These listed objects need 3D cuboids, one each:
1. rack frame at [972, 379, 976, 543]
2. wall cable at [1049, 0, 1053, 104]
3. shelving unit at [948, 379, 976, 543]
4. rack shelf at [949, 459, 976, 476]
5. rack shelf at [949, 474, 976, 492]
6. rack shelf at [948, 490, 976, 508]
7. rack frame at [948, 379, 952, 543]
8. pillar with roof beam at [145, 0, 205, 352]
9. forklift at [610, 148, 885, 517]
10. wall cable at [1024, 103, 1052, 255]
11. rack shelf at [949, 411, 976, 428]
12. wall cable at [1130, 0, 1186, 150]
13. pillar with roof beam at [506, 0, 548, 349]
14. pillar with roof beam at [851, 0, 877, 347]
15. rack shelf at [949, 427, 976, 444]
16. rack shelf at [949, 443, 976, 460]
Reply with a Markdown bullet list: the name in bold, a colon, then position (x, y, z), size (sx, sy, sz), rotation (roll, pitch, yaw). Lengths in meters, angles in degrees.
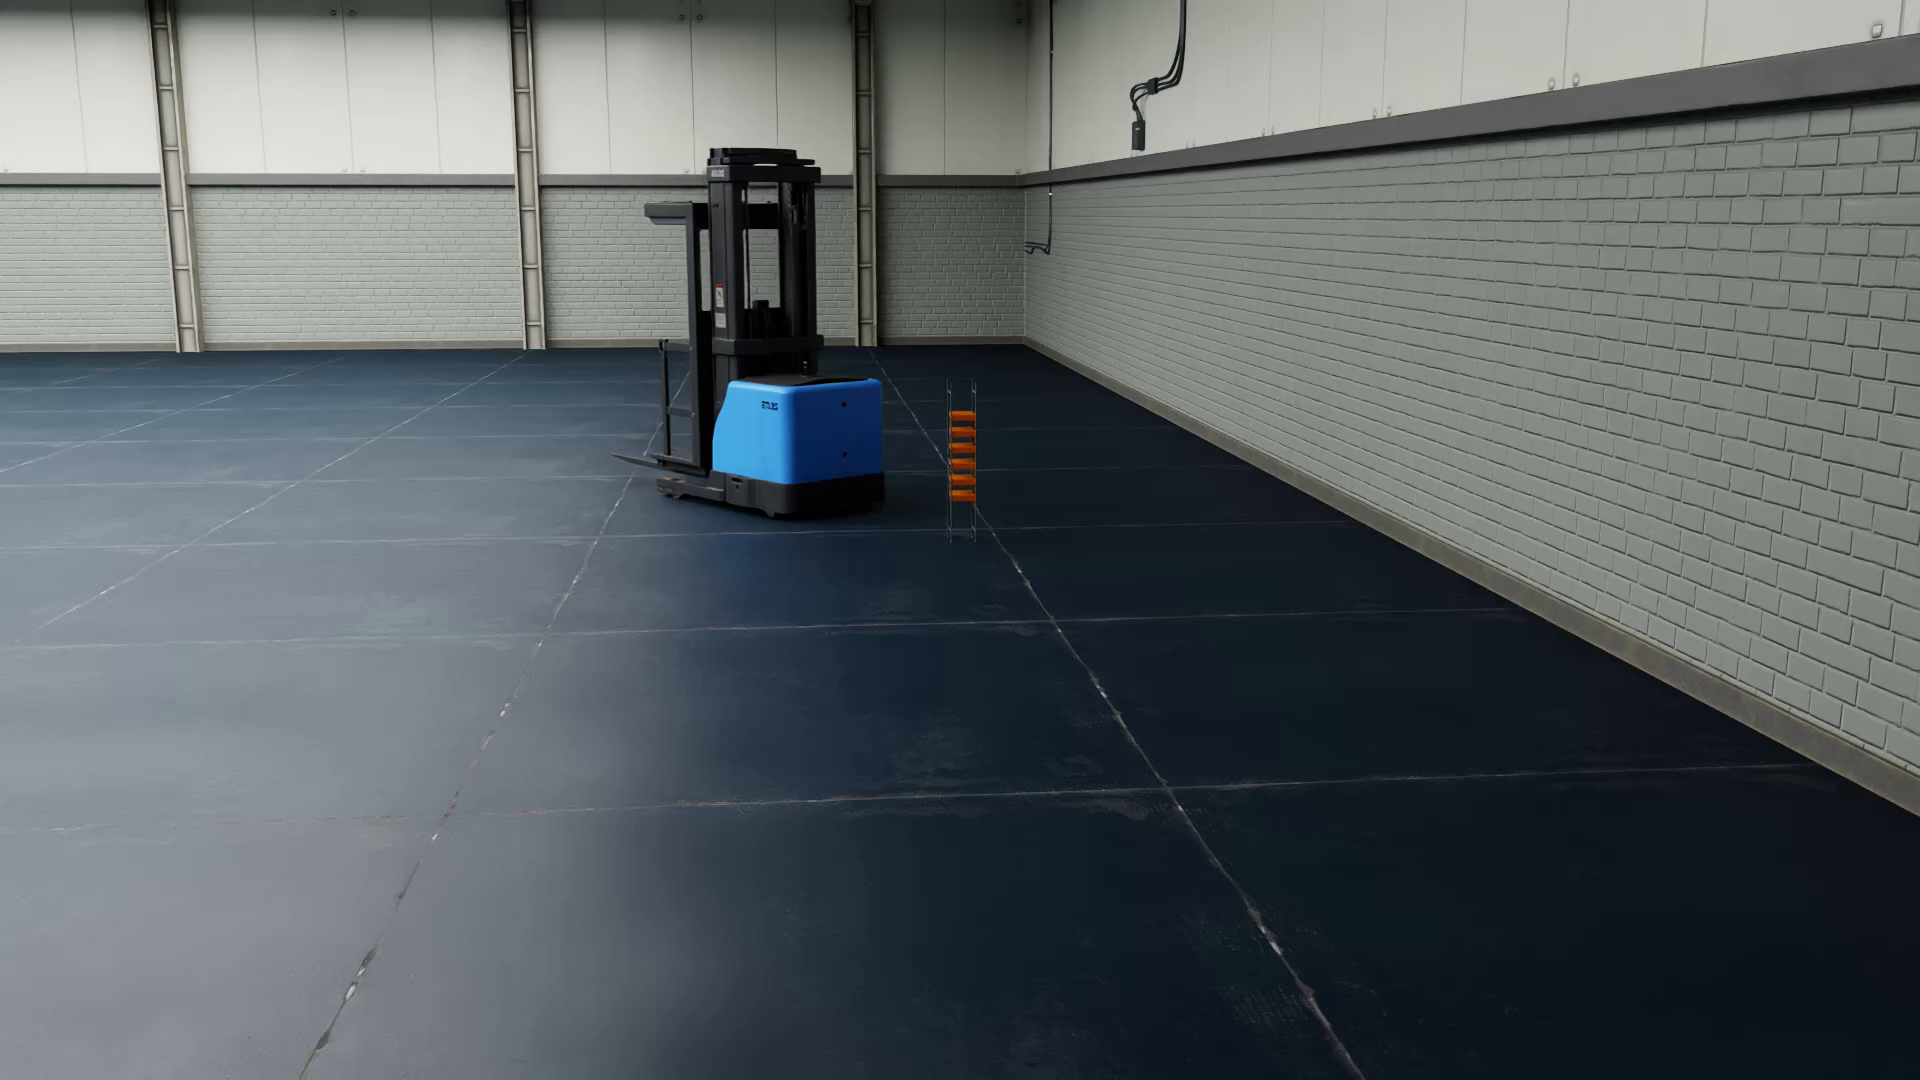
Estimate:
- **rack frame**: position (0.105, -0.591, 12.413), size (0.006, 1.200, 0.240), rotation (-1, 11, -6)
- **wall cable**: position (1.620, -8.261, 26.167), size (0.112, 2.526, 3.097), rotation (-1, 11, -6)
- **shelving unit**: position (0.014, -0.589, 12.403), size (0.189, 1.200, 0.258), rotation (-1, 11, -6)
- **rack shelf**: position (0.014, -0.545, 12.412), size (0.180, 0.103, 0.258), rotation (-1, 11, -6)
- **rack shelf**: position (0.014, -0.428, 12.435), size (0.180, 0.103, 0.258), rotation (-1, 11, -6)
- **rack shelf**: position (0.014, -0.310, 12.458), size (0.180, 0.103, 0.258), rotation (-1, 11, -6)
- **rack frame**: position (-0.077, -0.587, 12.393), size (0.006, 1.200, 0.240), rotation (-1, 11, -6)
- **pillar with roof beam**: position (-13.208, -6.942, 24.500), size (0.400, 9.000, 9.100), rotation (-1, 11, -6)
- **forklift**: position (-1.987, -1.847, 14.314), size (1.130, 2.935, 3.031), rotation (-10, 15, -41)
- **wall cable**: position (1.328, -6.302, 29.293), size (0.112, 2.526, 3.097), rotation (-1, 11, -6)
- **rack shelf**: position (0.014, -0.899, 12.342), size (0.180, 0.103, 0.258), rotation (-1, 11, -6)
- **wall cable**: position (2.338, -7.673, 19.403), size (0.169, 6.003, 2.305), rotation (-1, 11, -6)
- **pillar with roof beam**: position (-7.243, -7.067, 25.136), size (0.548, 9.000, 9.100), rotation (-1, 11, -6)
- **pillar with roof beam**: position (-1.278, -7.192, 25.772), size (0.548, 9.000, 9.100), rotation (-1, 11, -6)
- **rack shelf**: position (0.014, -0.781, 12.365), size (0.180, 0.103, 0.258), rotation (-1, 11, -6)
- **rack shelf**: position (0.014, -0.663, 12.388), size (0.180, 0.103, 0.258), rotation (-1, 11, -6)
